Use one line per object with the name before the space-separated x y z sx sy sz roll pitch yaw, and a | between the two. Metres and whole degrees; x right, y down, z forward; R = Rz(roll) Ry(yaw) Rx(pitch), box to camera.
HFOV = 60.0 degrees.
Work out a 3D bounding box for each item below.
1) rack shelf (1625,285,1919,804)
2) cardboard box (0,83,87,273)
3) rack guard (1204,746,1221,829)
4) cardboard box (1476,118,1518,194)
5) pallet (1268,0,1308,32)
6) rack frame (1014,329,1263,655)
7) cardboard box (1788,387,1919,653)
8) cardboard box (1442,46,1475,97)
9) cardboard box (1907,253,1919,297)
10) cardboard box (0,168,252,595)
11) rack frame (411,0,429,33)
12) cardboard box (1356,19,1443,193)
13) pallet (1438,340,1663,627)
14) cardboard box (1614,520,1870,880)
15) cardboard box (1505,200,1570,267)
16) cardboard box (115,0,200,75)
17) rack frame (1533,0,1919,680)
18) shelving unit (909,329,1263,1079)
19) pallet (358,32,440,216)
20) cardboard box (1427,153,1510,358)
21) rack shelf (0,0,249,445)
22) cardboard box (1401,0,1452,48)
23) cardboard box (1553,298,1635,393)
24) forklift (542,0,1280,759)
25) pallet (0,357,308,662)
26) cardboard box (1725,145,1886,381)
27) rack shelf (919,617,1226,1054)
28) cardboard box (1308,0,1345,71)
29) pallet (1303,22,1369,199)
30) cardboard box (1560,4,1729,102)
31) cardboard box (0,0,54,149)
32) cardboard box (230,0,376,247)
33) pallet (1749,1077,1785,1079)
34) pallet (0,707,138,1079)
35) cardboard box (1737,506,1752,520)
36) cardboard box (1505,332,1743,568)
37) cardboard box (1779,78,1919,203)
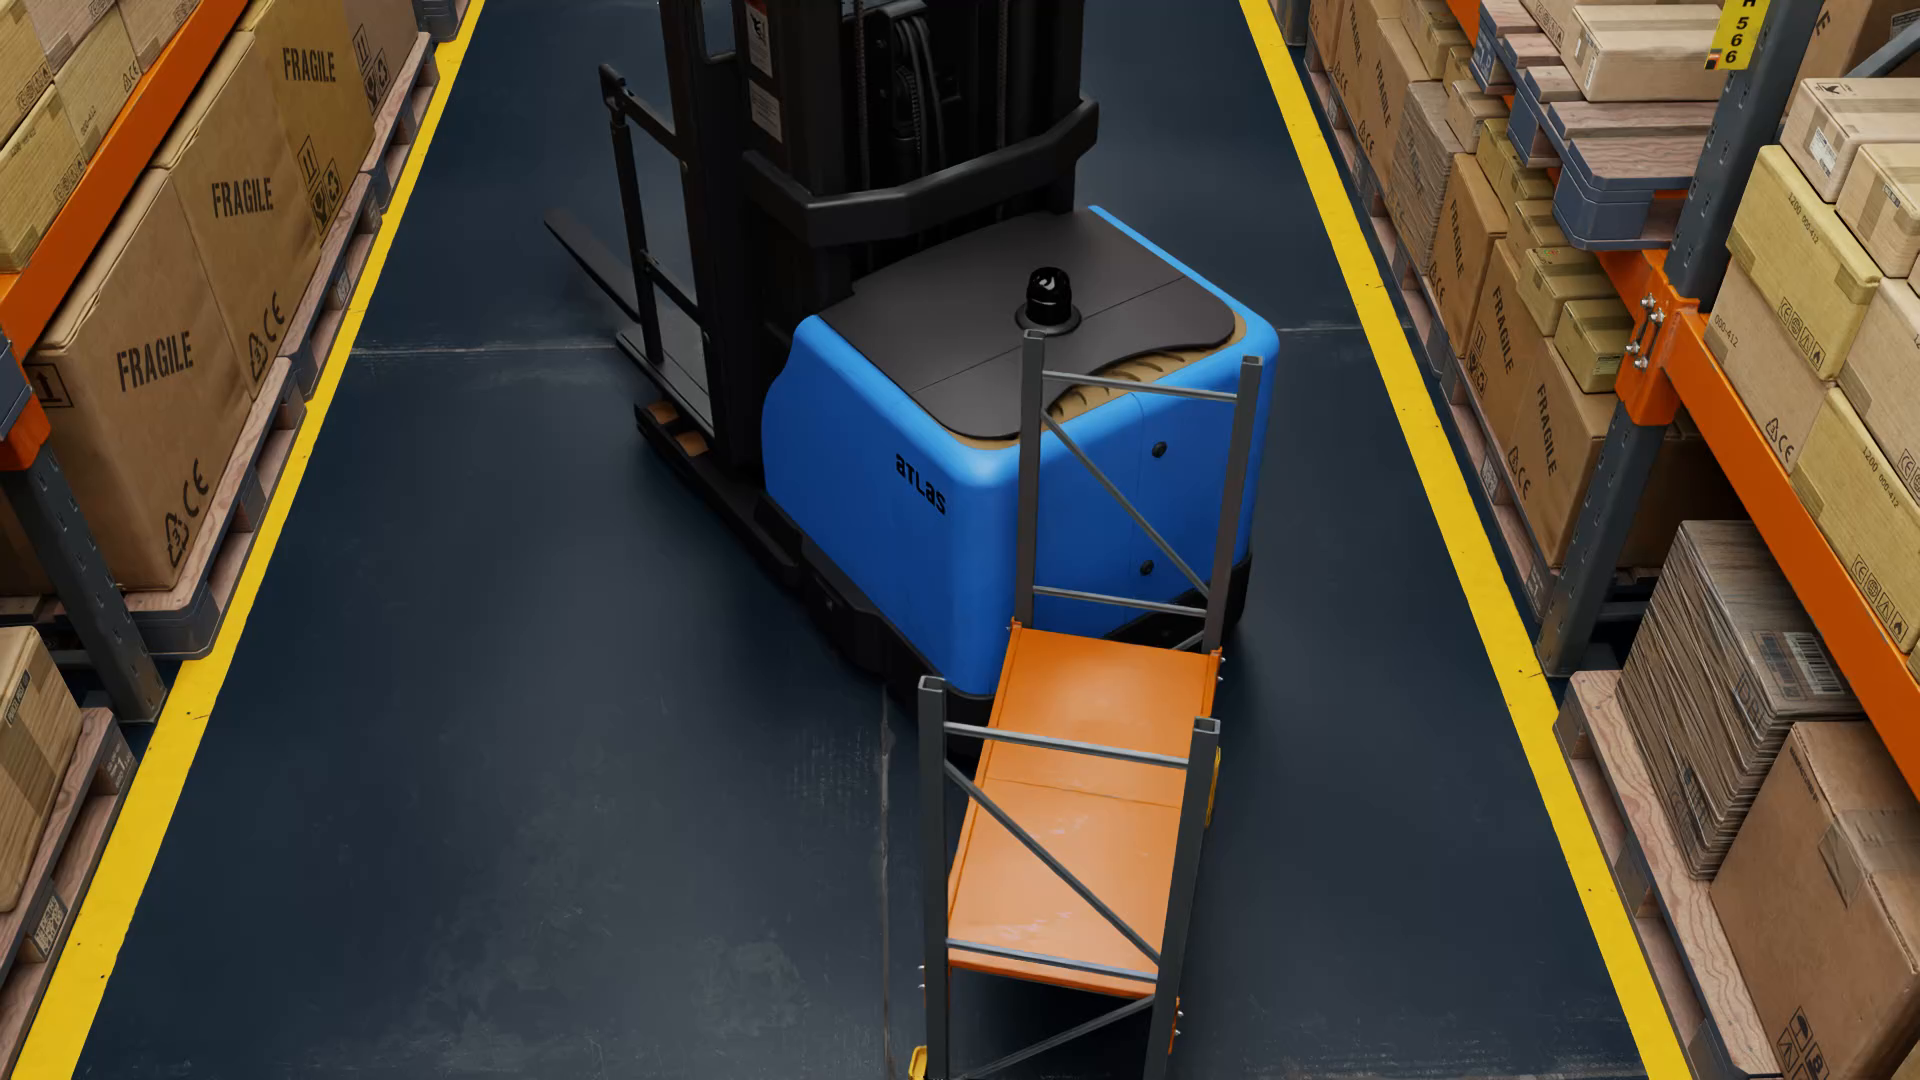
rack shelf | 2.277 0.858 2.626 1.077 0.370 4.000 -2 43 -2
cardboard box | -2.537 -0.895 4.117 0.500 0.250 0.500 -2 43 -3
rack guard | 0.380 0.611 4.398 0.587 0.250 0.087 8 43 8
cardboard box | 1.931 -1.266 5.470 0.380 0.149 0.250 -2 43 -2
pallet | 1.993 -2.893 8.250 1.003 0.211 1.213 -2 43 -2
rack frame | 0.381 0.150 3.977 0.500 1.500 0.032 8 43 8
cardboard box | 1.983 -0.056 3.202 0.500 0.250 0.500 -2 43 -3
cardboard box | 1.930 -1.619 5.856 0.380 0.149 0.250 -1 43 -2
cardboard box | 1.960 -0.457 2.974 0.380 0.149 0.250 -1 43 -1
cardboard box | -2.714 -0.452 4.785 0.875 0.875 0.875 -2 43 -2
rack frame | -2.937 -3.313 6.644 1.000 3.000 0.127 -2 43 -2
cardboard box | 1.867 -1.662 6.382 0.500 0.500 0.500 -3 43 -3
pallet | 2.198 -0.234 5.349 1.003 0.211 1.213 -2 43 -2
cardboard box | 2.204 0.385 4.057 0.875 0.625 0.625 0 43 0
cardboard box | 1.908 -0.918 5.091 0.380 0.149 0.250 -3 43 -3
cardboard box | -2.593 -1.595 4.881 0.500 0.250 0.500 0 43 0
rack frame | 2.192 -0.757 3.856 1.000 3.000 0.127 -2 43 -2
shelving unit | 0.281 0.480 3.616 0.587 1.500 1.083 8 43 8
pallet | -2.829 -1.766 7.020 1.003 0.211 1.213 -2 43 -2
cardboard box | 1.923 -0.961 5.618 0.500 0.500 0.500 0 43 0
rack shelf | -2.852 -1.697 5.414 1.077 0.370 4.000 -2 43 -2
cardboard box | 1.881 -1.968 6.236 0.380 0.149 0.250 -2 43 -2
cardboard box | 1.918 -0.556 4.696 0.380 0.149 0.250 -4 43 -4
forklift | -0.424 -1.445 4.658 1.130 2.935 3.031 -26 48 -25
pallet | -2.726 -0.119 5.223 1.003 0.211 1.213 -2 43 -2
cardboard box | 1.941 -0.579 3.403 0.500 0.250 0.500 -2 43 -2
rack shelf | 0.279 0.619 3.731 0.538 0.185 1.000 8 43 8
cardboard box | 1.817 -2.358 7.142 0.500 0.500 0.500 0 43 0
pallet | 2.094 -1.882 7.147 1.003 0.211 1.213 -2 43 -2
cardboard box | 1.780 -1.252 4.271 0.380 0.149 0.250 -1 43 -1
cardboard box | -2.542 -1.090 3.961 0.500 0.250 0.500 -2 43 -2
cardboard box | -2.785 -1.658 6.101 0.875 0.875 0.875 -1 43 -1
pallet | 2.236 1.649 3.294 1.003 0.211 1.213 -2 43 -2
pallet | -2.736 0.943 4.065 1.003 0.211 1.213 -2 43 -2
cardboard box | 2.454 -0.283 4.878 0.500 0.500 0.500 0 43 0
cardboard box | 1.959 -0.270 4.864 0.500 0.500 0.500 -1 43 -1
cardboard box | 1.911 -0.810 3.359 0.380 0.149 0.250 0 43 -1
